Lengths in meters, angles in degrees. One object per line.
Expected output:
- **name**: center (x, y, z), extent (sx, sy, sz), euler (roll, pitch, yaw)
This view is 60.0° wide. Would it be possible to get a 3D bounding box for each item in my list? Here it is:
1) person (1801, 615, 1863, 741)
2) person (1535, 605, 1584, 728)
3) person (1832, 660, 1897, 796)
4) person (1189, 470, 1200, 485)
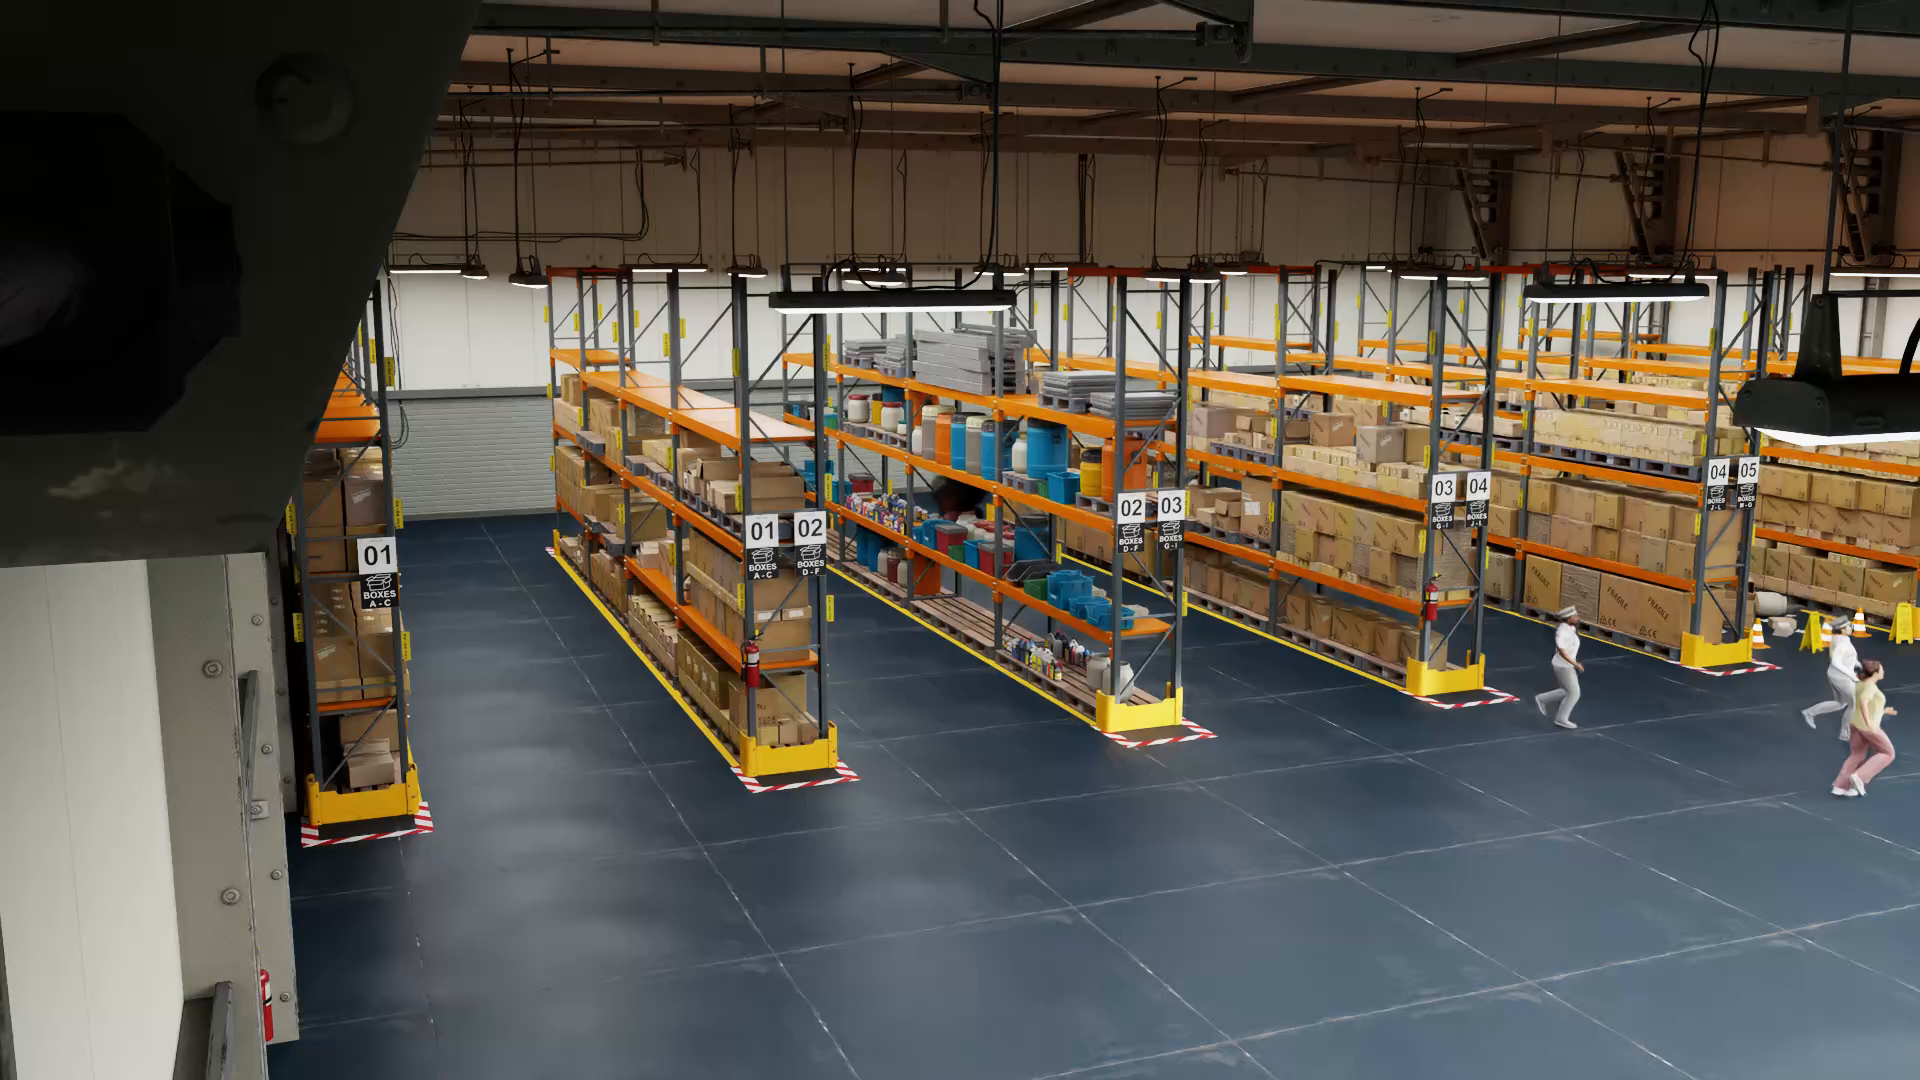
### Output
- **person**: center (11.405, 1.787, 21.616), extent (0.735, 1.656, 0.623), euler (3, 10, 16)
- **person**: center (8.065, 1.682, 22.313), extent (0.566, 1.667, 0.611), euler (3, 10, 18)
- **person**: center (10.554, 2.187, 19.321), extent (0.688, 1.626, 0.551), euler (0, 10, 0)
- **person**: center (5.273, -0.853, 37.265), extent (0.561, 1.528, 0.878), euler (-3, 10, -16)
